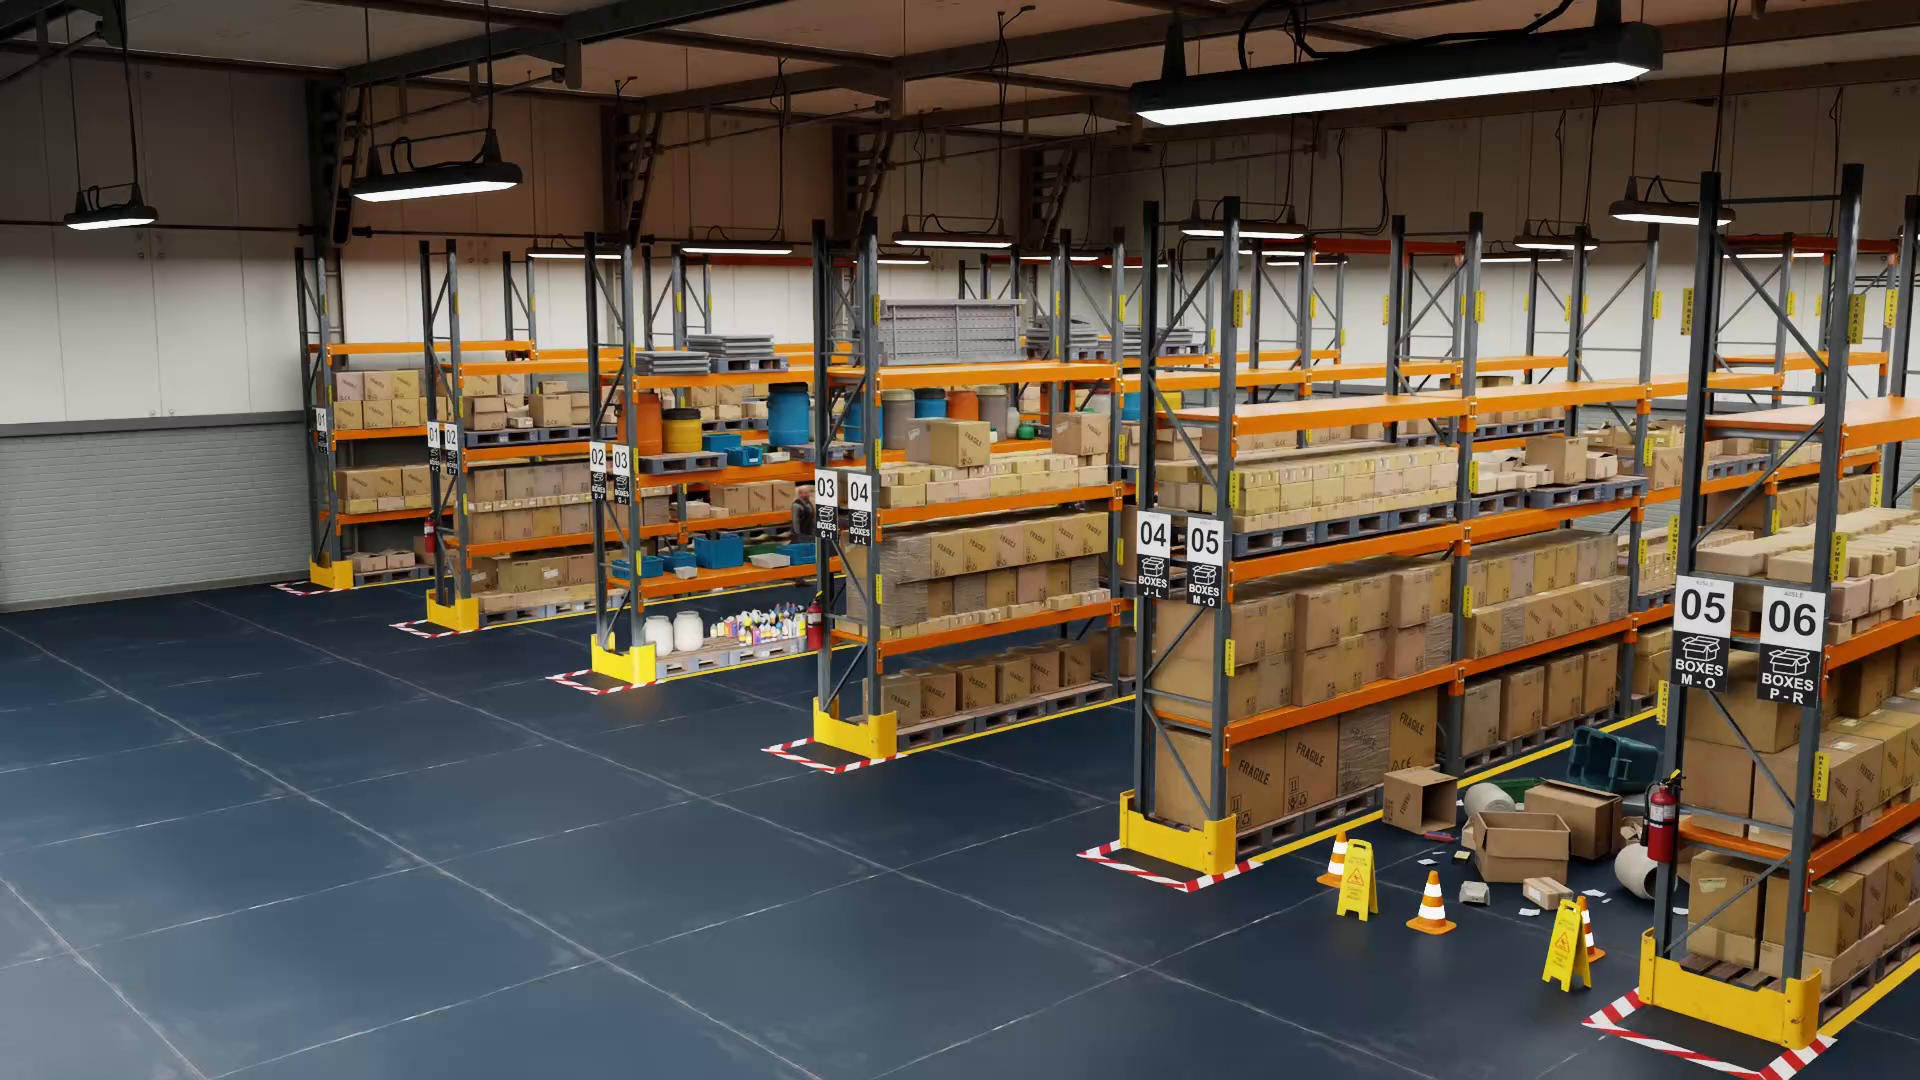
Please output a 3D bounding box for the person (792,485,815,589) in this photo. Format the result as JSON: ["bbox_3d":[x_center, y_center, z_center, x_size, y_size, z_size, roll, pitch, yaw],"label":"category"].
[{"bbox_3d":[-2.631,-0.037,27.865,0.410,1.779,0.544,0,8,1],"label":"person"}]

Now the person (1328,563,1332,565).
[{"bbox_3d":[4.878,1.020,22.472,0.639,1.782,0.637,-4,9,-23],"label":"person"}]
